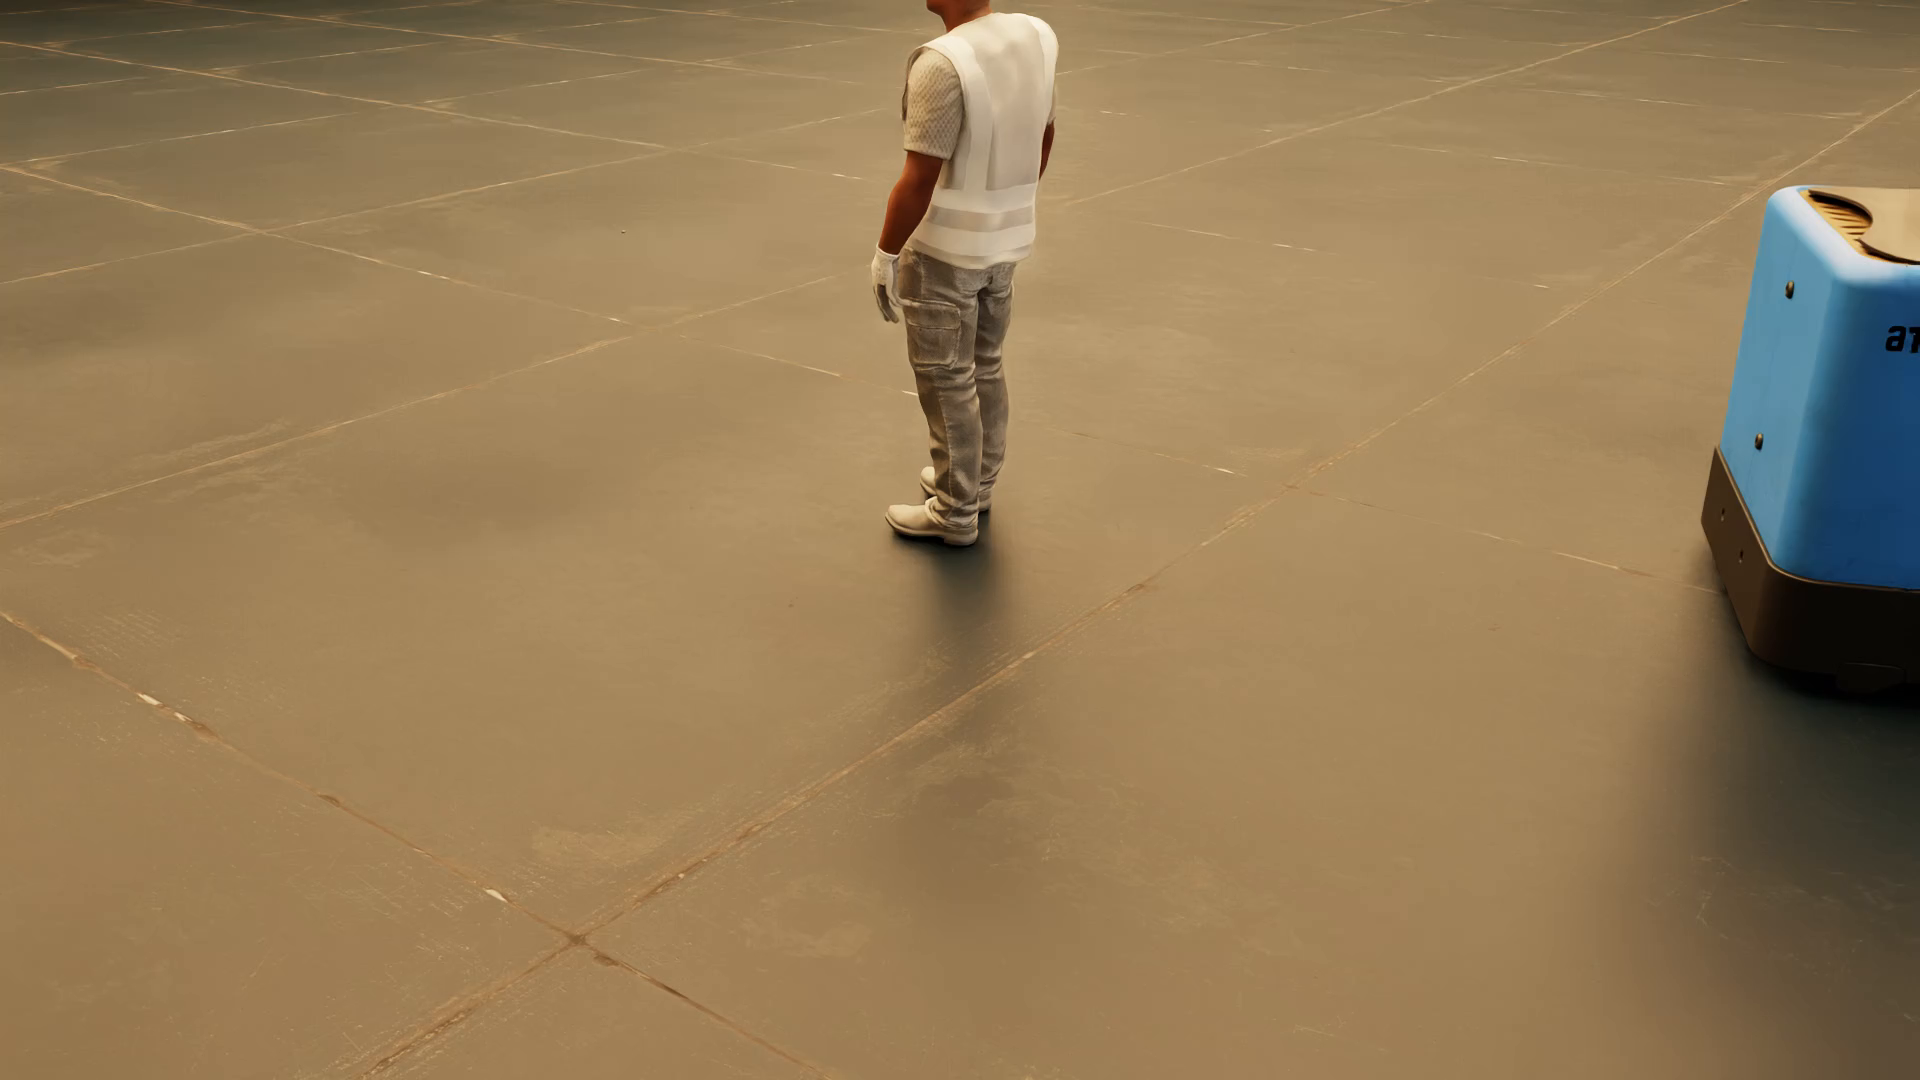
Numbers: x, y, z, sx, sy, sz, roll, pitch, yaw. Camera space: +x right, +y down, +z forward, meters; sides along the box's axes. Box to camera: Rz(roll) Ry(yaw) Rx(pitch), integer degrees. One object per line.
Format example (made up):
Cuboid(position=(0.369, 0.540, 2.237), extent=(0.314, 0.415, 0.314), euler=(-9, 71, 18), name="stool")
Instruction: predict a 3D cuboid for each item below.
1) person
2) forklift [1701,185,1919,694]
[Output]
Cuboid(position=(-0.052, -0.845, 4.703), extent=(0.575, 1.785, 0.657), euler=(17, 29, 34), name="person")
Cuboid(position=(3.566, -1.016, 3.673), extent=(3.031, 2.935, 1.130), euler=(6, 24, 13), name="forklift")
